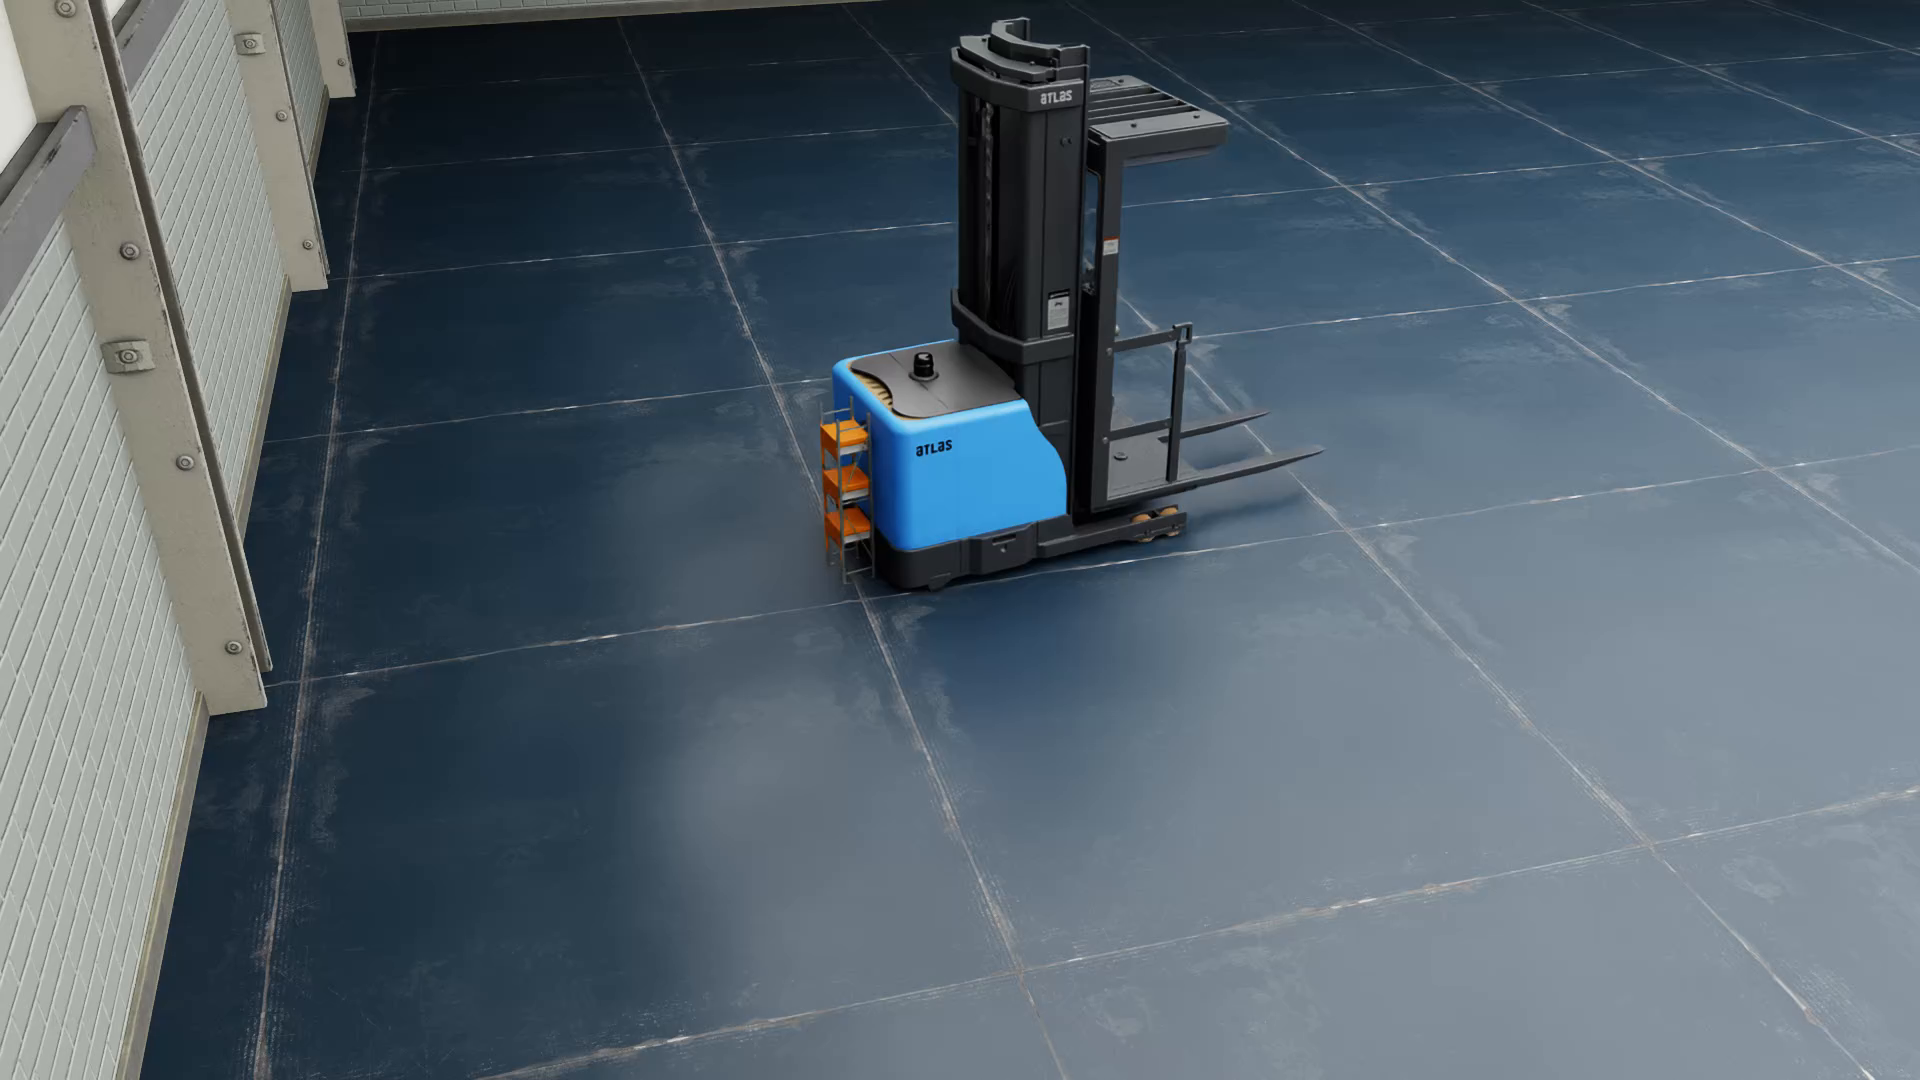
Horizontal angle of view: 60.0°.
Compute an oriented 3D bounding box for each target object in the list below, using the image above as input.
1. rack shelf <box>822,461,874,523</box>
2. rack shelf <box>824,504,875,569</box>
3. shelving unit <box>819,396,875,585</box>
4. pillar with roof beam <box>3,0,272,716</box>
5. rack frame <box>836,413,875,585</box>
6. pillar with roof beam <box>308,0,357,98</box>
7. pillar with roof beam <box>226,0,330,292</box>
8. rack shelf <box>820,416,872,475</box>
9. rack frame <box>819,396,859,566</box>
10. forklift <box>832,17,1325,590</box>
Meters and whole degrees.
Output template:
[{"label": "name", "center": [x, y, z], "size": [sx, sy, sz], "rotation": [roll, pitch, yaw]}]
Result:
[{"label": "rack shelf", "center": [-0.635, -0.263, 9.408], "size": [0.215, 0.259, 0.240], "rotation": [-14, 33, -22]}, {"label": "rack shelf", "center": [-0.635, -0.022, 9.547], "size": [0.215, 0.259, 0.240], "rotation": [-14, 33, -22]}, {"label": "shelving unit", "center": [-0.635, -0.272, 9.403], "size": [0.215, 1.050, 0.252], "rotation": [-14, 33, -22]}, {"label": "pillar with roof beam", "center": [0.402, -3.687, 7.368], "size": [9.100, 9.000, 0.400], "rotation": [-8, 31, -13]}, {"label": "rack frame", "center": [-0.581, -0.217, 9.308], "size": [0.200, 1.050, 0.008], "rotation": [-14, 33, -22]}, {"label": "pillar with roof beam", "center": [-2.783, -9.483, 17.381], "size": [9.100, 9.000, 0.400], "rotation": [-8, 31, -13]}, {"label": "pillar with roof beam", "center": [-1.191, -6.585, 12.375], "size": [9.100, 9.000, 0.400], "rotation": [-8, 31, -13]}, {"label": "rack shelf", "center": [-0.635, -0.508, 9.266], "size": [0.215, 0.259, 0.240], "rotation": [-14, 33, -22]}, {"label": "rack frame", "center": [-0.689, -0.327, 9.498], "size": [0.200, 1.050, 0.008], "rotation": [-14, 33, -22]}, {"label": "forklift", "center": [0.804, -1.477, 9.607], "size": [3.031, 2.935, 1.130], "rotation": [-13, 33, -22]}]
